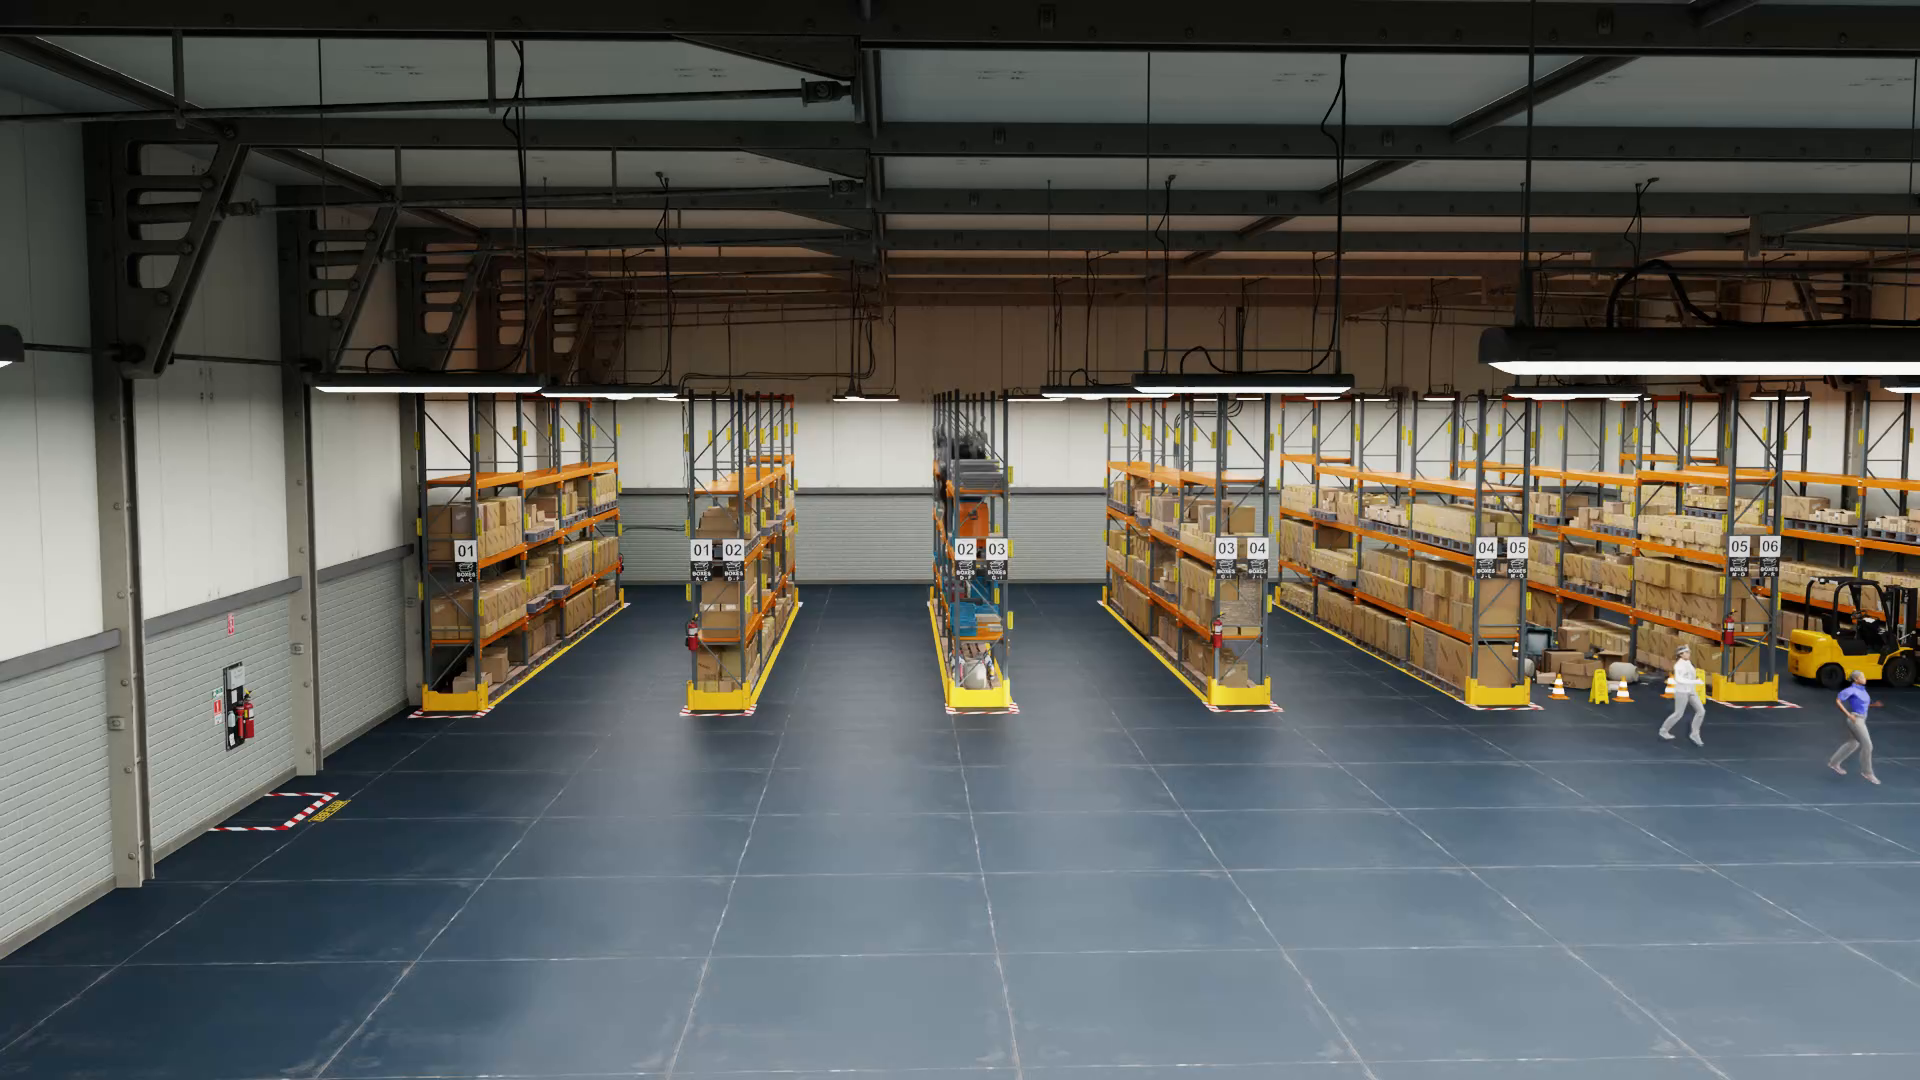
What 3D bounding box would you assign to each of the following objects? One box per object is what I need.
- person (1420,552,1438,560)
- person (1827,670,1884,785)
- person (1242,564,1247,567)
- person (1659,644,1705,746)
[{"bbox_3d":[13.827,0.827,49.297,0.892,1.711,0.615,0,5,4],"label":"person"},{"bbox_3d":[13.641,2.828,25.324,0.781,1.687,0.567,4,6,40],"label":"person"},{"bbox_3d":[7.879,1.054,46.925,0.722,1.715,0.539,2,5,22],"label":"person"},{"bbox_3d":[12.242,2.607,28.126,0.619,1.730,0.739,-4,6,-40],"label":"person"}]
